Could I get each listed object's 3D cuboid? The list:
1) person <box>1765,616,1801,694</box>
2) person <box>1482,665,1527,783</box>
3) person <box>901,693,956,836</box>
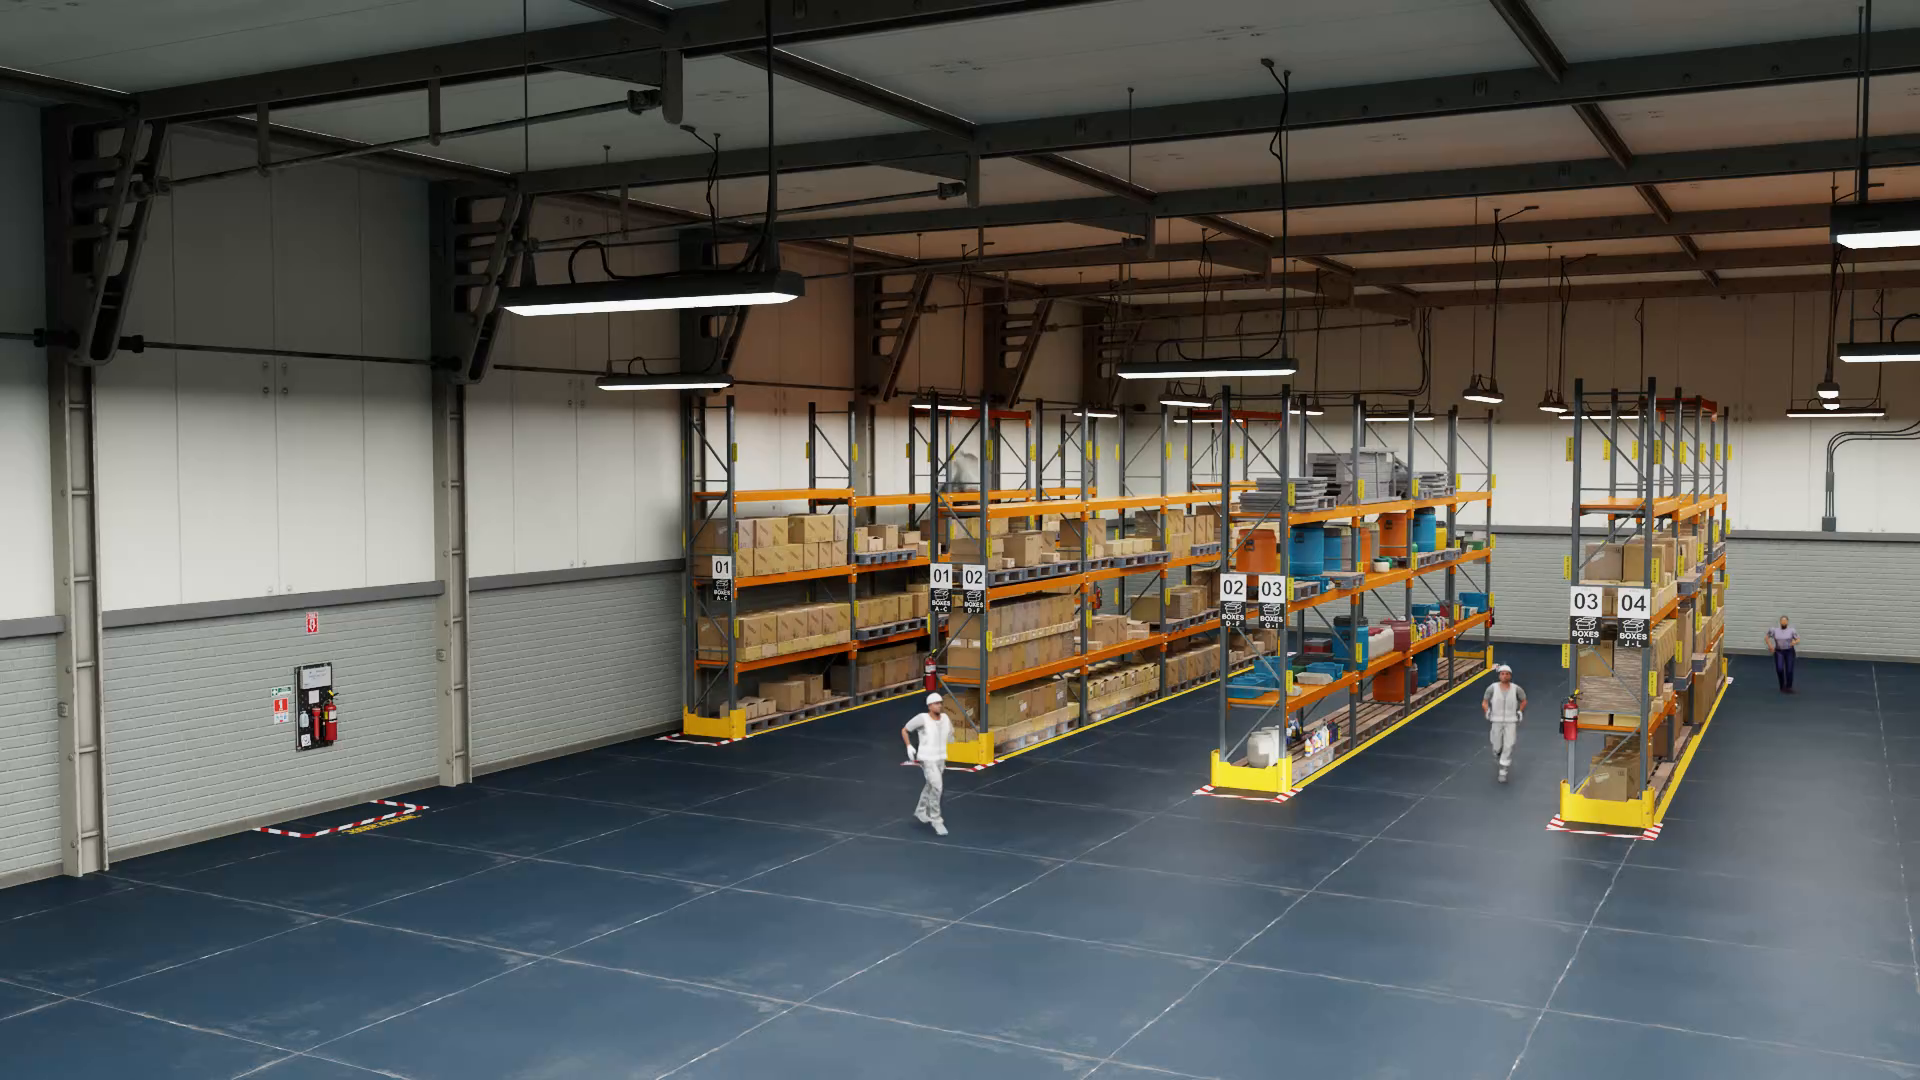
[{"bbox_3d":[17.077,2.382,34.512,0.648,1.620,0.705,1,3,22],"label":"person"},{"bbox_3d":[8.326,2.790,25.421,0.654,1.760,0.778,1,3,17],"label":"person"},{"bbox_3d":[-0.364,2.940,22.056,0.690,1.836,0.790,-3,4,-44],"label":"person"}]
